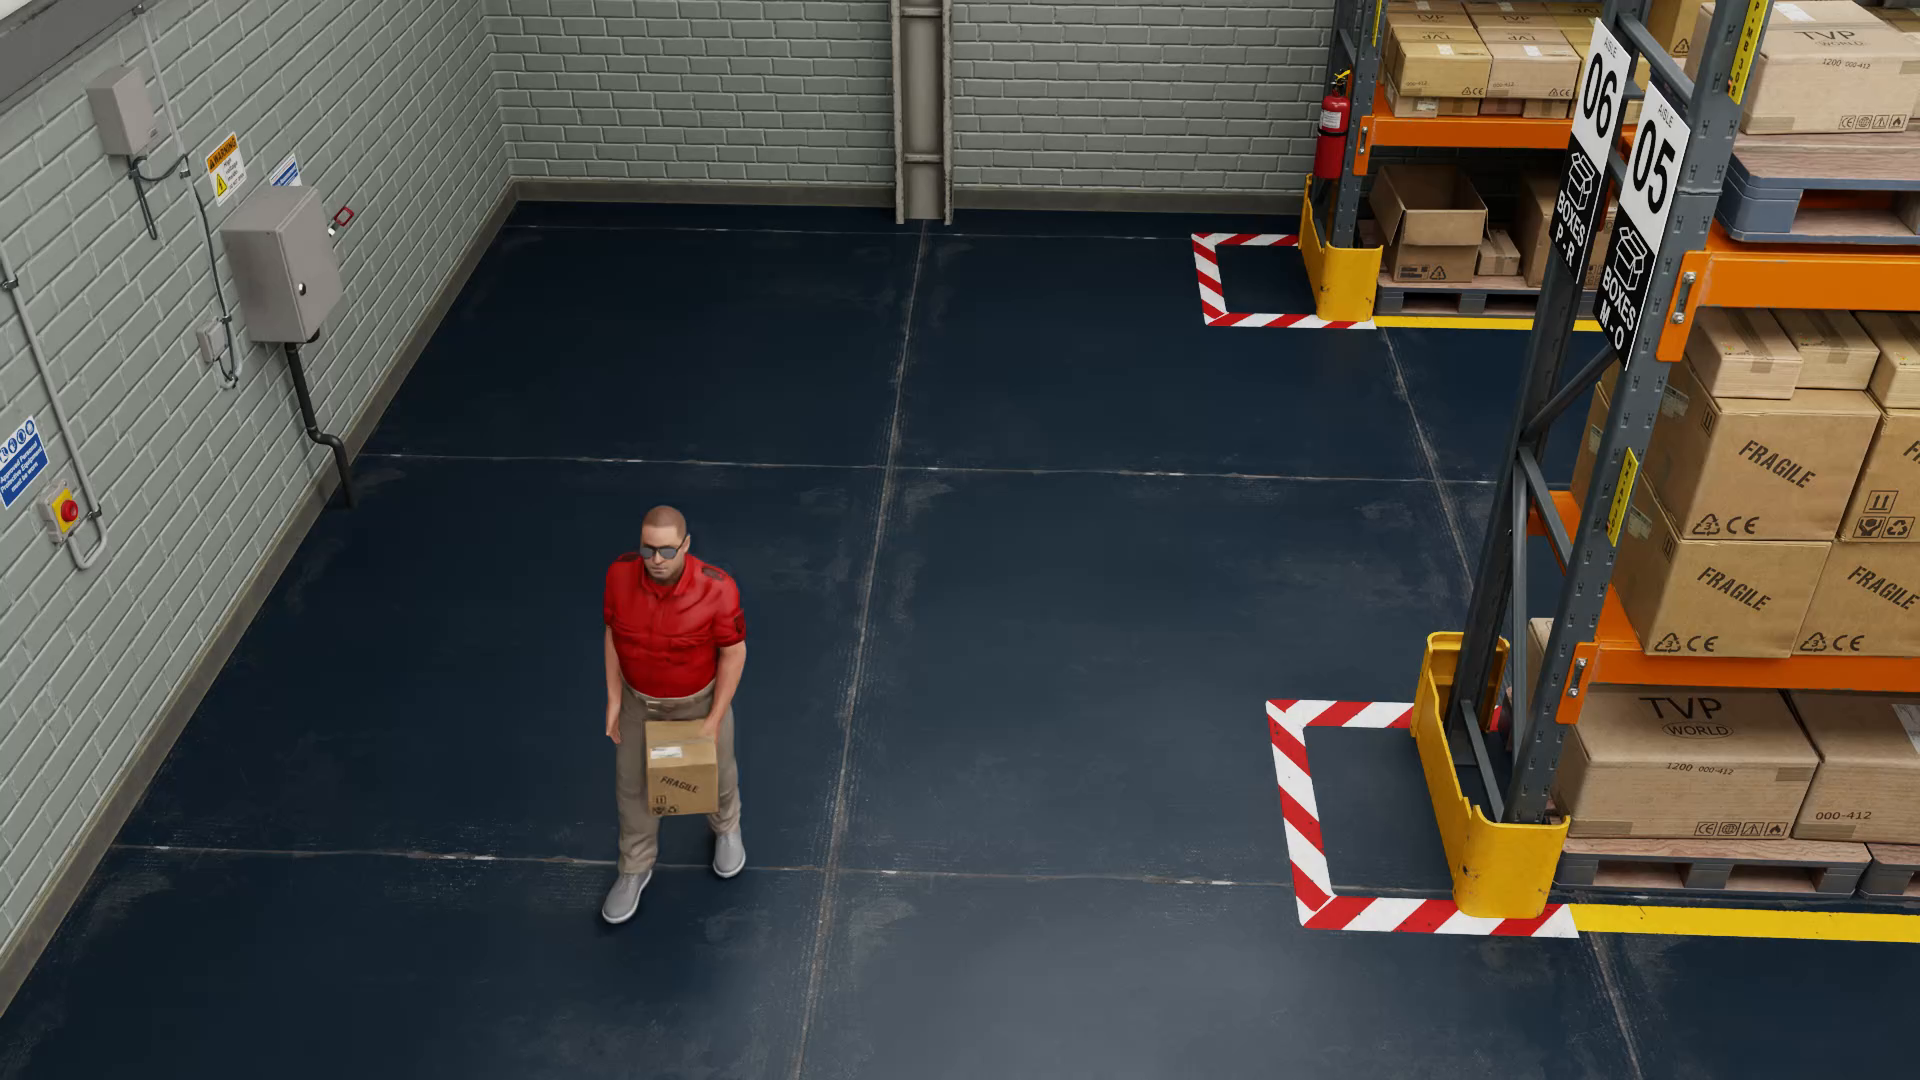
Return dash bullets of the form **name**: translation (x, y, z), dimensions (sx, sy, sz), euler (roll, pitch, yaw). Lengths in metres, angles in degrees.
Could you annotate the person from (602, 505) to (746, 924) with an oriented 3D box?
- **person**: translation (-1.079, 0.656, 6.197), dimensions (0.577, 1.724, 0.648), euler (5, 36, 7)
